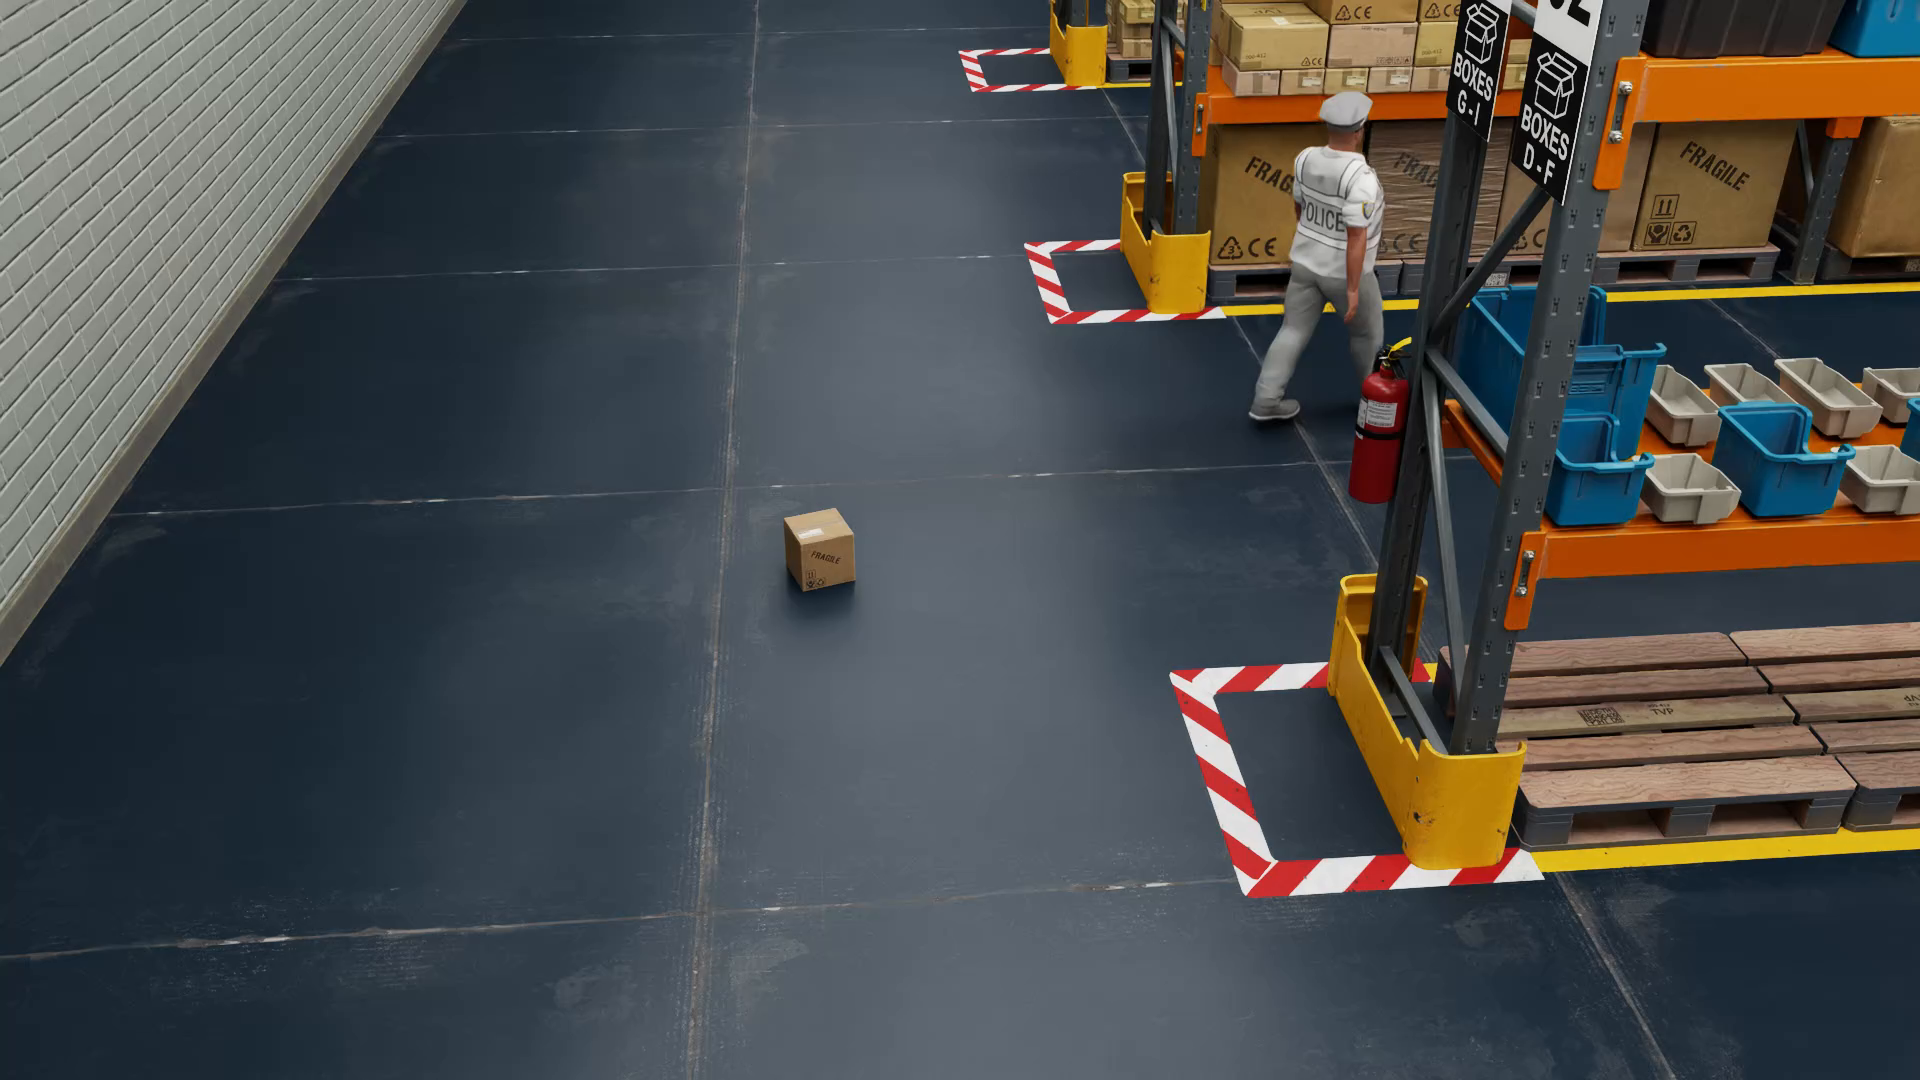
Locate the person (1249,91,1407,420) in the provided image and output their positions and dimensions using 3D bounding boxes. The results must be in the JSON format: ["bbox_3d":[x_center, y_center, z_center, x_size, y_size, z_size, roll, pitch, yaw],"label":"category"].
[{"bbox_3d":[1.990,-1.462,8.533,1.004,1.716,0.575,-22,37,-32],"label":"person"}]
